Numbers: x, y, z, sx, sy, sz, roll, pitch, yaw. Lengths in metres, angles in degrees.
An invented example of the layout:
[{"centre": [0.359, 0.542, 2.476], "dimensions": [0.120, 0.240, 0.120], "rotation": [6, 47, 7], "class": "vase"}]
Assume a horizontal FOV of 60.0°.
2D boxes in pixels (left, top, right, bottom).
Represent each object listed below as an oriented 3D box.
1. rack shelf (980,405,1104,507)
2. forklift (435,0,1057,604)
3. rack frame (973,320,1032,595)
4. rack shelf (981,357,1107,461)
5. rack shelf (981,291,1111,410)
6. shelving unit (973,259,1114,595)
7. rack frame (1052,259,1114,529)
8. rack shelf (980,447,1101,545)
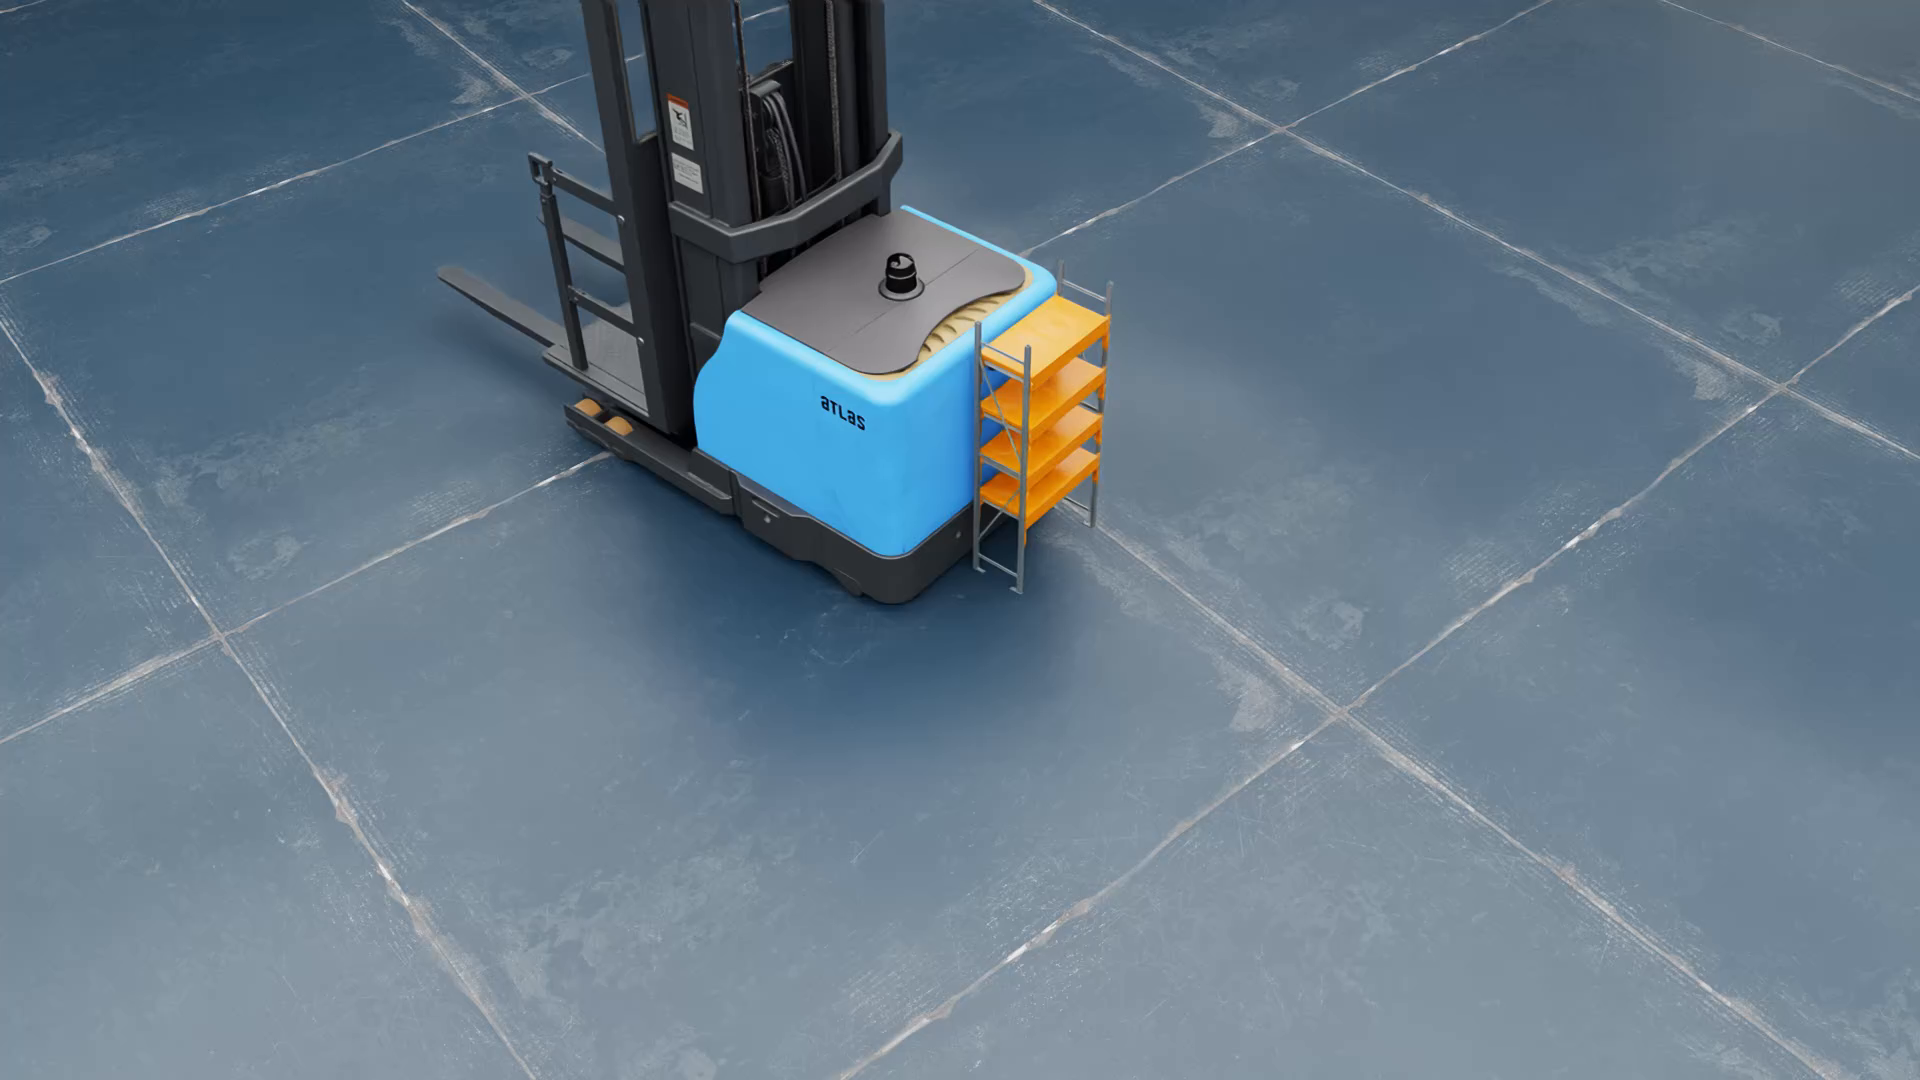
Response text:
[{"centre": [0.303, -0.357, 6.352], "dimensions": [0.258, 0.148, 0.480], "rotation": [29, 50, 27], "class": "rack shelf"}, {"centre": [-1.076, -1.679, 6.397], "dimensions": [3.031, 2.935, 1.130], "rotation": [30, 51, 28], "class": "forklift"}, {"centre": [0.149, -0.277, 6.168], "dimensions": [0.240, 1.200, 0.015], "rotation": [29, 50, 27], "class": "rack frame"}, {"centre": [0.303, -0.521, 6.199], "dimensions": [0.258, 0.148, 0.480], "rotation": [29, 50, 27], "class": "rack shelf"}, {"centre": [0.303, -0.693, 6.037], "dimensions": [0.258, 0.148, 0.480], "rotation": [29, 50, 27], "class": "rack shelf"}, {"centre": [0.303, -0.406, 6.306], "dimensions": [0.258, 1.200, 0.503], "rotation": [29, 50, 27], "class": "shelving unit"}, {"centre": [0.457, -0.536, 6.444], "dimensions": [0.240, 1.200, 0.015], "rotation": [29, 50, 27], "class": "rack frame"}, {"centre": [0.303, -0.213, 6.488], "dimensions": [0.258, 0.148, 0.480], "rotation": [29, 50, 27], "class": "rack shelf"}]
